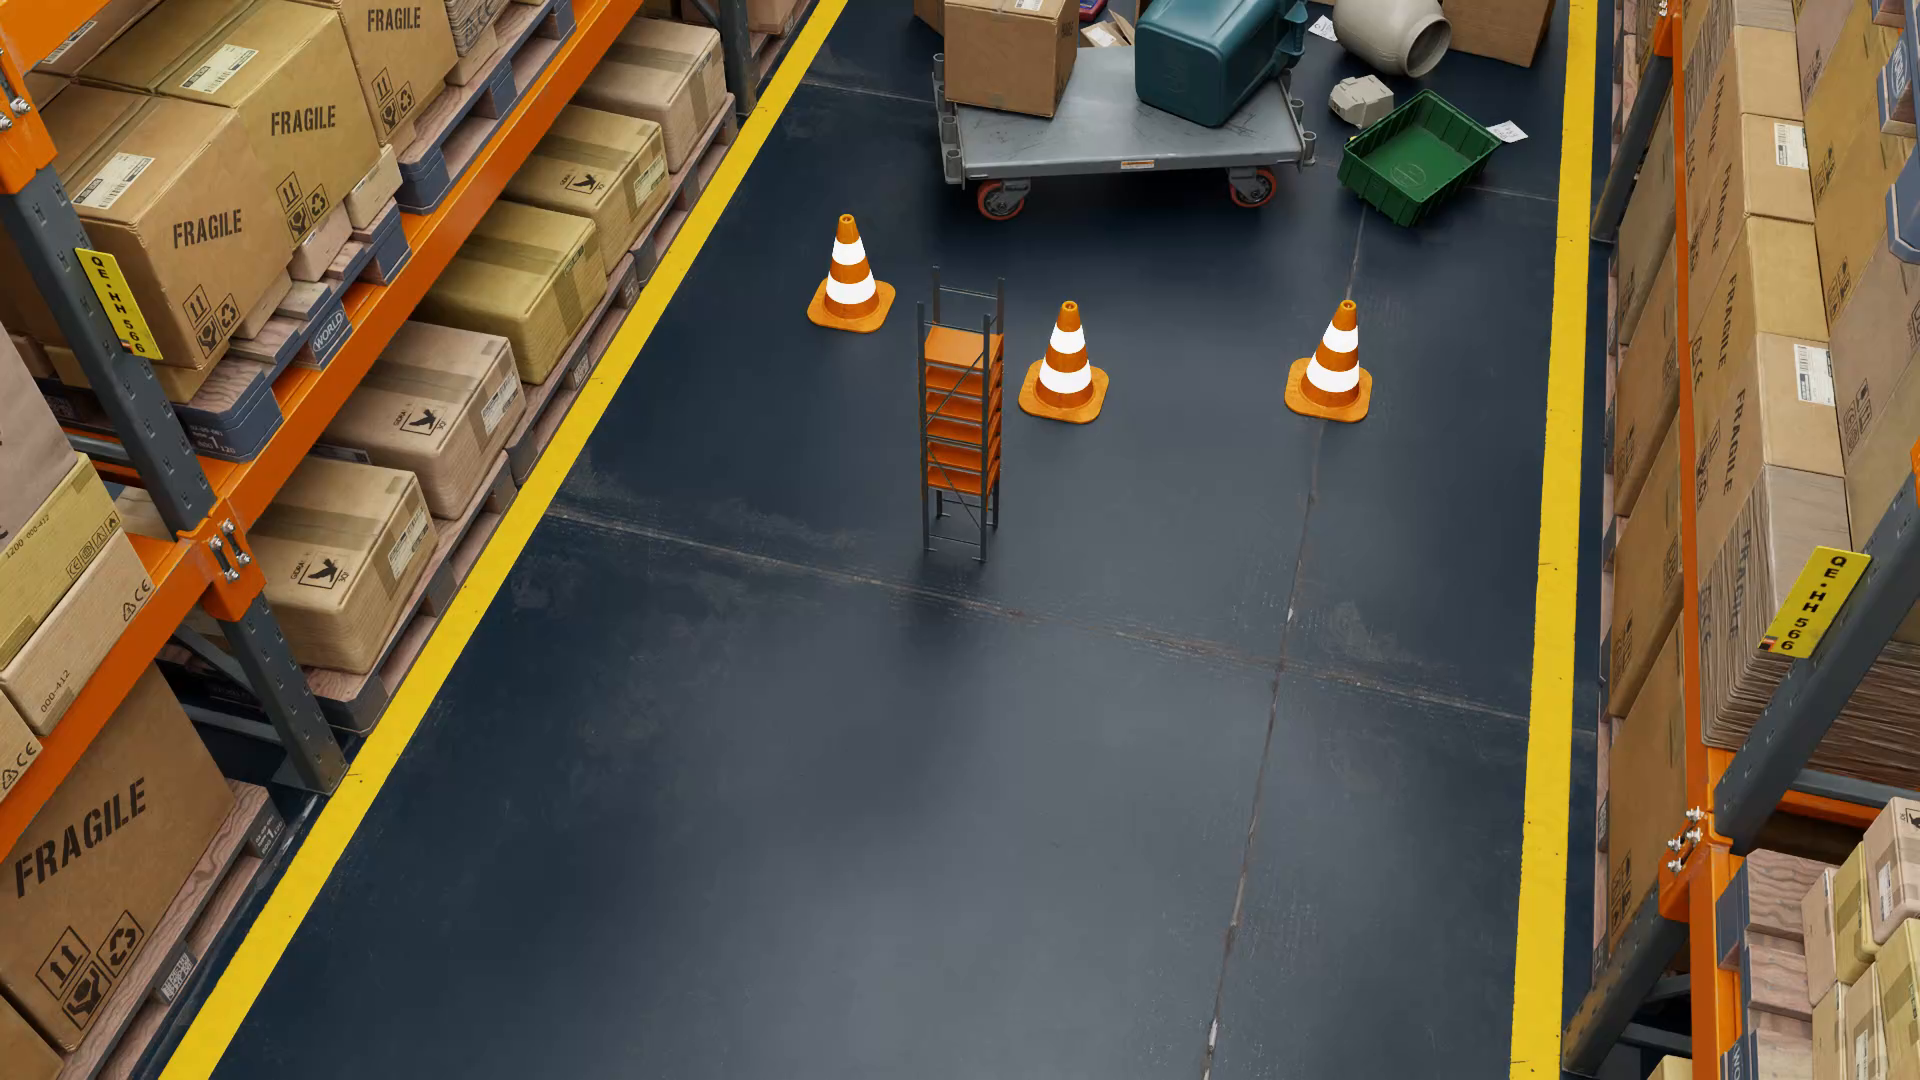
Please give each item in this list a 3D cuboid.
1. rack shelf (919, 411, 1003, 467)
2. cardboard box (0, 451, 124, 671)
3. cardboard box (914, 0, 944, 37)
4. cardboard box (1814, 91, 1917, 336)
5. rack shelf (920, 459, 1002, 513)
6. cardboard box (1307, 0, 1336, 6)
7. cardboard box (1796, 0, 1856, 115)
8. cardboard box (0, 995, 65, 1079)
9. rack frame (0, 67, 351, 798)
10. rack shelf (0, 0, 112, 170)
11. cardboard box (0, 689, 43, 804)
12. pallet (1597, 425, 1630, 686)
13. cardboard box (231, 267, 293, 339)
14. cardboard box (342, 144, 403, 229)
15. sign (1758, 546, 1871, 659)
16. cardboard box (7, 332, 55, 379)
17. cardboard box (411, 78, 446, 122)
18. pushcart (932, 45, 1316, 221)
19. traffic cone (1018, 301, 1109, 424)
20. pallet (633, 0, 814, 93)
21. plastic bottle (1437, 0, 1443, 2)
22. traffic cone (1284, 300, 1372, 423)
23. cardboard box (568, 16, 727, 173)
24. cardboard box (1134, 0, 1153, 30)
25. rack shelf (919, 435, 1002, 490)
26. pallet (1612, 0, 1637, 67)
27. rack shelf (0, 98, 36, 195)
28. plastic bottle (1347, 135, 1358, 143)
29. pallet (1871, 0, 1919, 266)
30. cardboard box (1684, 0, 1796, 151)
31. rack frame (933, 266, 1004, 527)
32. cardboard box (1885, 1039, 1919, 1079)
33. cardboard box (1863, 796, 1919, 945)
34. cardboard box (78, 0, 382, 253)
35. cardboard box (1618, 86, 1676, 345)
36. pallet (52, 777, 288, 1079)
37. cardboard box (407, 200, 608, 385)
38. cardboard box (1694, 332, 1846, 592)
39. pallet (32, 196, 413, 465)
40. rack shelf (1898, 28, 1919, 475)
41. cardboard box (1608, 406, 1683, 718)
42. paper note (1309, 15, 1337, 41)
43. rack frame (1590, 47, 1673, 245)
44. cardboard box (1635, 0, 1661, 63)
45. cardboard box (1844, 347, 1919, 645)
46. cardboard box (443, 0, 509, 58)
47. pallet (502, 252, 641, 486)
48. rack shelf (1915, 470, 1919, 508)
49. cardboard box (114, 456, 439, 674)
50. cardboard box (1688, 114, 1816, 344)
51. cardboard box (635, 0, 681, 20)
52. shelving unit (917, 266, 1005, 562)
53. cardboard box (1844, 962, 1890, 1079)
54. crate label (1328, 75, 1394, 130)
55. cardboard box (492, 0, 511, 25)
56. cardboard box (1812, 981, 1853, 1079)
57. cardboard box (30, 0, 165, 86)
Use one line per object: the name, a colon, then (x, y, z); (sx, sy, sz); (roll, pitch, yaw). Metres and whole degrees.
rack shelf: (0.004, -0.378, 5.843); (0.258, 0.103, 0.180); (12, 50, 10)
cardboard box: (-2.425, 0.001, 4.015); (0.500, 0.250, 0.500); (11, 50, 10)
cardboard box: (0.105, -2.857, 8.436); (0.500, 0.500, 0.500); (-27, 54, -22)
cardboard box: (2.652, -0.804, 4.226); (0.700, 0.500, 0.500); (11, 49, 9)
rack shelf: (0.004, -0.219, 6.023); (0.258, 0.103, 0.180); (12, 50, 10)
cardboard box: (1.988, -2.975, 8.699); (0.396, 0.266, 0.258); (19, 51, 16)
cardboard box: (2.921, -1.539, 4.874); (0.700, 0.500, 0.500); (12, 50, 10)
cardboard box: (-3.043, 1.408, 4.144); (0.875, 0.875, 0.875); (12, 50, 10)
rack frame: (-2.542, -0.284, 4.500); (1.000, 3.000, 0.127); (12, 50, 10)
rack shelf: (-2.016, -2.485, 4.922); (1.077, 0.370, 4.000); (12, 50, 10)
cardboard box: (-2.544, 0.556, 3.859); (0.500, 0.250, 0.500); (12, 50, 11)
pallet: (2.863, 0.108, 6.014); (1.003, 0.211, 1.213); (12, 50, 10)
cardboard box: (-2.171, -0.736, 4.786); (0.380, 0.149, 0.250); (9, 49, 8)
cardboard box: (-1.962, -1.119, 5.125); (0.380, 0.149, 0.250); (12, 50, 10)
sign: (1.723, 0.130, 3.362); (0.100, 0.325, 0.005); (12, 50, 10)
cardboard box: (-2.683, -0.623, 4.687); (0.380, 0.149, 0.250); (13, 50, 11)
cardboard box: (-1.937, -1.521, 5.479); (0.380, 0.149, 0.250); (13, 50, 12)
pushcart: (0.723, -1.895, 7.671); (1.648, 0.377, 0.936); (-4, 49, -3)
traffic cone: (0.423, -0.757, 6.610); (0.336, 0.463, 0.334); (12, 50, 10)
pallet: (-1.347, -2.747, 8.534); (1.003, 0.211, 1.213); (12, 50, 10)
plastic bottle: (2.414, -2.884, 8.755); (0.283, 0.061, 0.133); (-4, 49, -3)
traffic cone: (1.503, -0.762, 6.614); (0.336, 0.463, 0.334); (12, 50, 10)
cardboard box: (-1.625, -2.066, 7.546); (0.950, 0.372, 0.625); (12, 50, 11)
cardboard box: (1.305, -2.841, 8.331); (0.797, 0.637, 0.503); (12, 50, 10)
rack shelf: (0.004, -0.299, 5.933); (0.258, 0.103, 0.180); (12, 50, 10)
pallet: (3.907, -2.770, 8.554); (1.003, 0.211, 1.213); (12, 50, 10)
rack shelf: (-3.069, 0.409, 2.368); (1.077, 0.370, 4.000); (12, 50, 10)
plastic bottle: (1.929, -1.798, 7.796); (0.133, 0.061, 0.283); (-11, 50, -10)
pallet: (2.378, -0.786, 3.068); (1.213, 0.211, 1.003); (14, 50, 12)
cardboard box: (2.782, -1.614, 5.607); (0.500, 0.500, 0.500); (12, 50, 10)
rack frame: (0.028, -0.474, 5.868); (0.240, 1.200, 0.006); (12, 50, 10)
cardboard box: (1.814, 1.035, 2.827); (0.380, 0.149, 0.250); (11, 50, 10)
cardboard box: (1.950, 0.667, 3.152); (0.380, 0.149, 0.250); (12, 50, 10)
cardboard box: (-2.070, -1.212, 4.774); (0.500, 0.500, 0.500); (14, 50, 12)
cardboard box: (3.236, -1.201, 6.530); (1.050, 0.750, 0.750); (11, 50, 10)
pallet: (-2.822, 1.195, 5.055); (1.003, 0.211, 1.213); (12, 50, 10)
cardboard box: (-1.992, -1.042, 6.642); (0.950, 0.372, 0.625); (13, 50, 11)
cardboard box: (2.252, -0.152, 4.317); (0.500, 0.500, 0.500); (12, 50, 10)
pallet: (-2.457, -0.757, 5.045); (1.213, 0.211, 1.003); (12, 50, 10)
rack shelf: (2.786, -1.581, 4.124); (1.077, 0.370, 4.000); (12, 50, 10)
cardboard box: (2.734, 0.170, 5.320); (1.050, 0.750, 0.750); (12, 50, 11)
paper note: (1.905, -2.632, 8.557); (0.172, 0.023, 0.155); (28, 54, 22)
rack frame: (3.313, -2.273, 6.256); (1.000, 3.000, 0.127); (12, 50, 10)
cardboard box: (3.779, -2.803, 7.860); (0.875, 0.875, 0.875); (12, 50, 10)
cardboard box: (2.388, -0.067, 3.575); (0.700, 0.500, 0.500); (11, 50, 10)
cardboard box: (-1.798, -1.958, 5.432); (0.500, 0.500, 0.500); (10, 49, 9)
pallet: (-2.012, -0.805, 6.820); (1.003, 0.211, 1.213); (12, 50, 10)
rack shelf: (1.733, 1.312, 1.570); (1.077, 0.370, 4.000); (12, 50, 10)
cardboard box: (-2.384, 0.040, 5.686); (0.950, 0.372, 0.625); (9, 49, 7)
cardboard box: (2.514, -0.885, 4.964); (0.500, 0.500, 0.500); (12, 50, 11)
cardboard box: (-1.593, -2.887, 8.351); (0.500, 0.250, 0.500); (14, 50, 12)
shelving unit: (0.004, -0.407, 5.809); (0.258, 1.200, 0.189); (12, 50, 10)
cardboard box: (1.870, 0.972, 3.080); (0.380, 0.149, 0.250); (14, 50, 12)
crate label: (1.943, -2.126, 8.035); (0.298, 0.136, 0.250); (-19, 51, -16)
cardboard box: (-1.809, -1.901, 5.814); (0.380, 0.149, 0.250); (10, 49, 9)
cardboard box: (1.877, 1.042, 3.217); (0.380, 0.149, 0.250); (14, 50, 12)
cardboard box: (-2.565, -1.314, 4.864); (0.500, 0.500, 0.500); (11, 49, 9)
